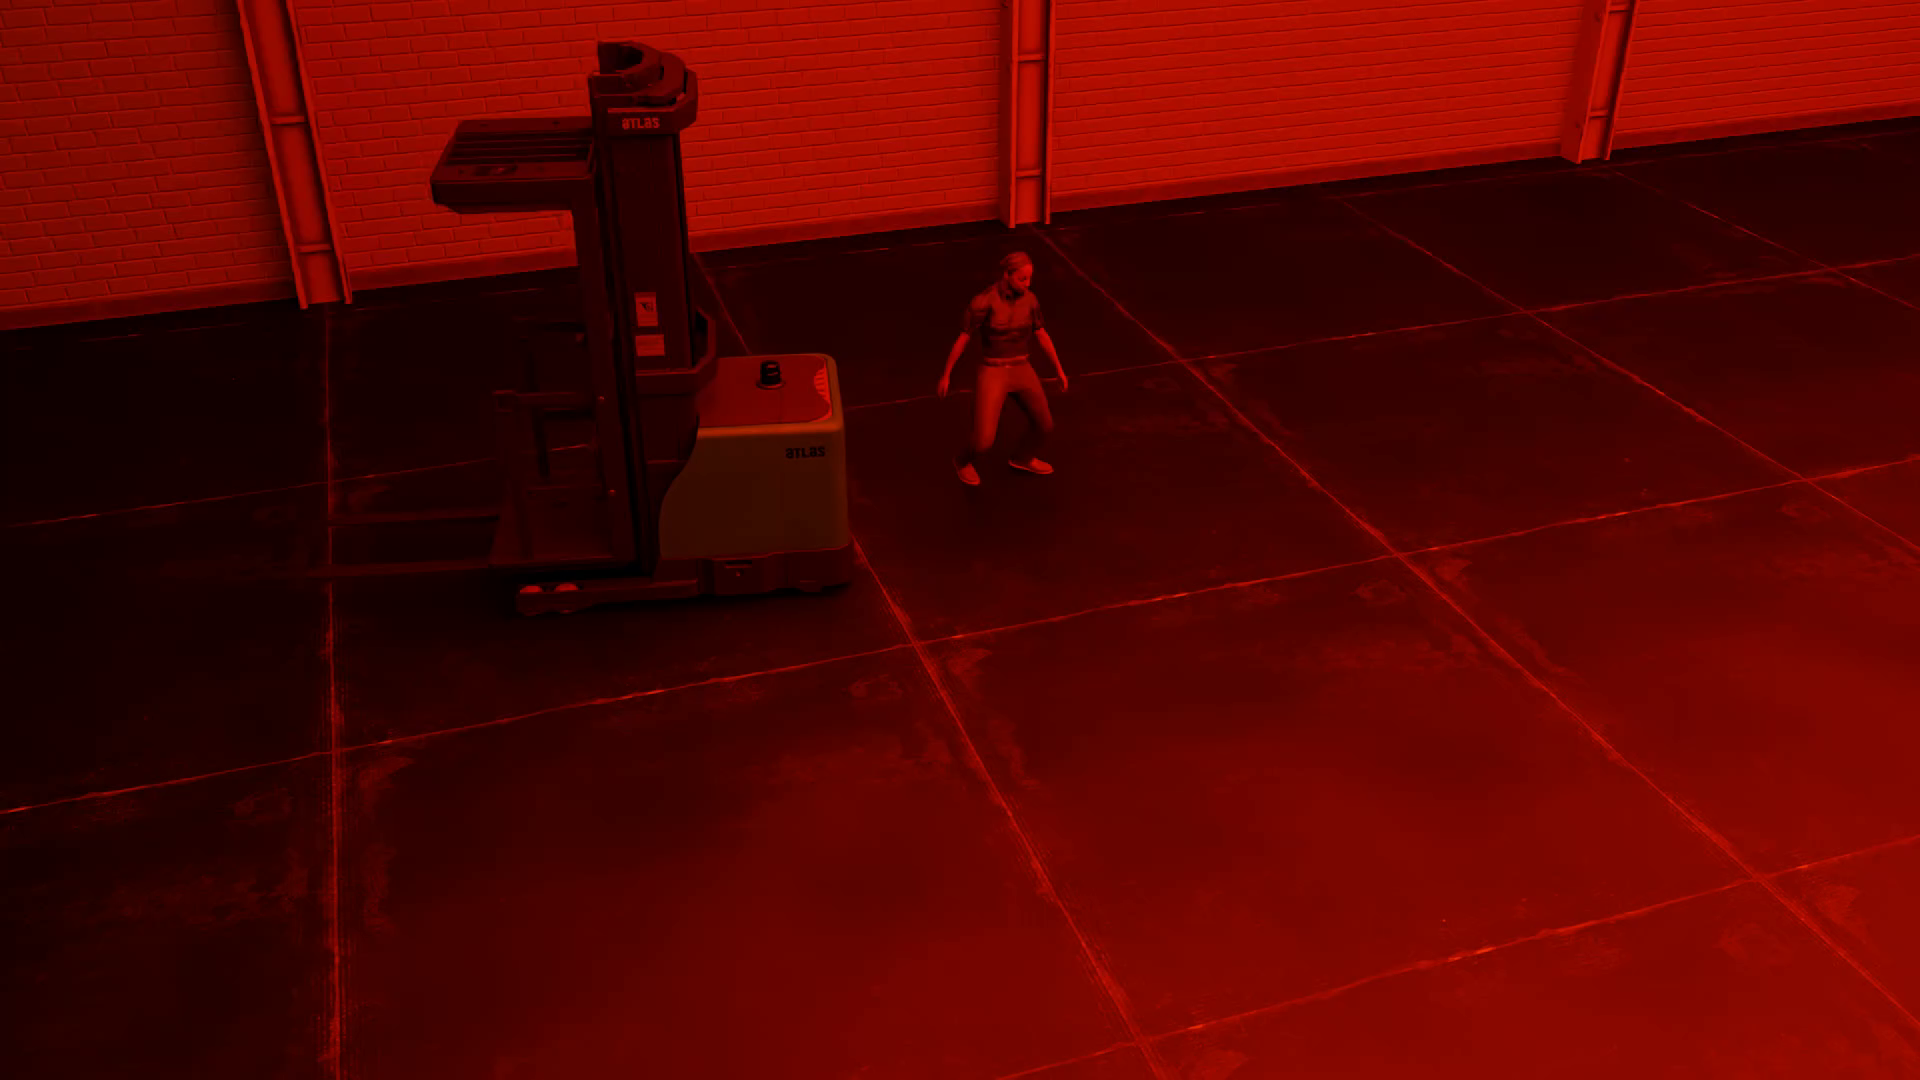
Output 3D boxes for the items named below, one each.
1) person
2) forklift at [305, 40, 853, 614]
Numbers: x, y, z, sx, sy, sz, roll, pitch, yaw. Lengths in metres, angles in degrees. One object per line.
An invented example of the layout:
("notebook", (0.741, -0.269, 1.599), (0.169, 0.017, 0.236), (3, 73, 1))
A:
("person", (0.239, -1.049, 10.299), (0.822, 1.573, 0.364), (-12, 32, -20))
("forklift", (-2.171, -1.126, 9.045), (3.031, 2.935, 1.130), (-3, 30, -6))
